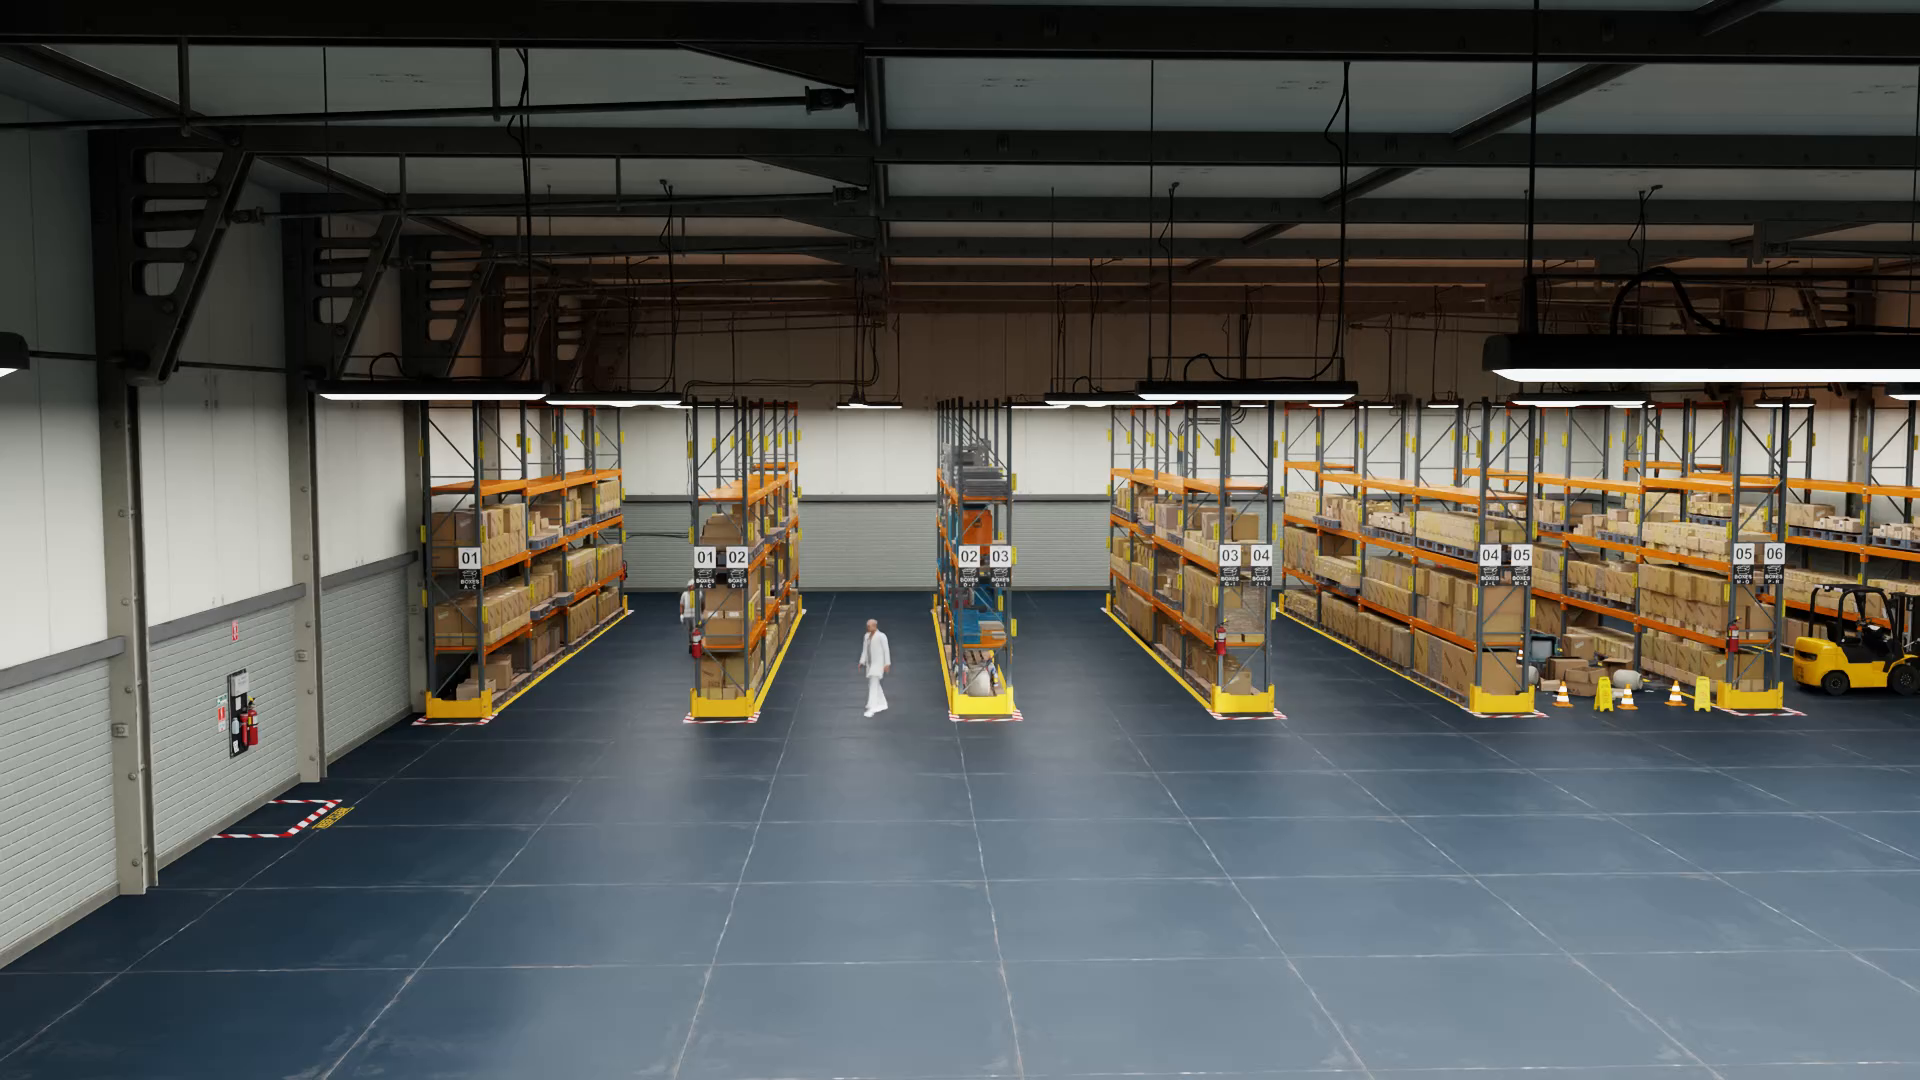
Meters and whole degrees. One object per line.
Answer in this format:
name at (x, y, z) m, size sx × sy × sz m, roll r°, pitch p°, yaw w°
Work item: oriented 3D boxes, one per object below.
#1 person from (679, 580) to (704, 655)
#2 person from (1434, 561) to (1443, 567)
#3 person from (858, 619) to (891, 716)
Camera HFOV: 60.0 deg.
person at (-6.349, 1.806, 39.269) m, size 0.536 × 1.722 × 1.069 m, roll 0°, pitch 4°, yaw 1°
person at (13.133, 1.348, 45.445) m, size 0.527 × 1.720 × 0.528 m, roll -4°, pitch 6°, yaw -42°
person at (-1.682, 2.398, 31.565) m, size 0.777 × 1.777 × 0.663 m, roll -4°, pitch 6°, yaw -39°
